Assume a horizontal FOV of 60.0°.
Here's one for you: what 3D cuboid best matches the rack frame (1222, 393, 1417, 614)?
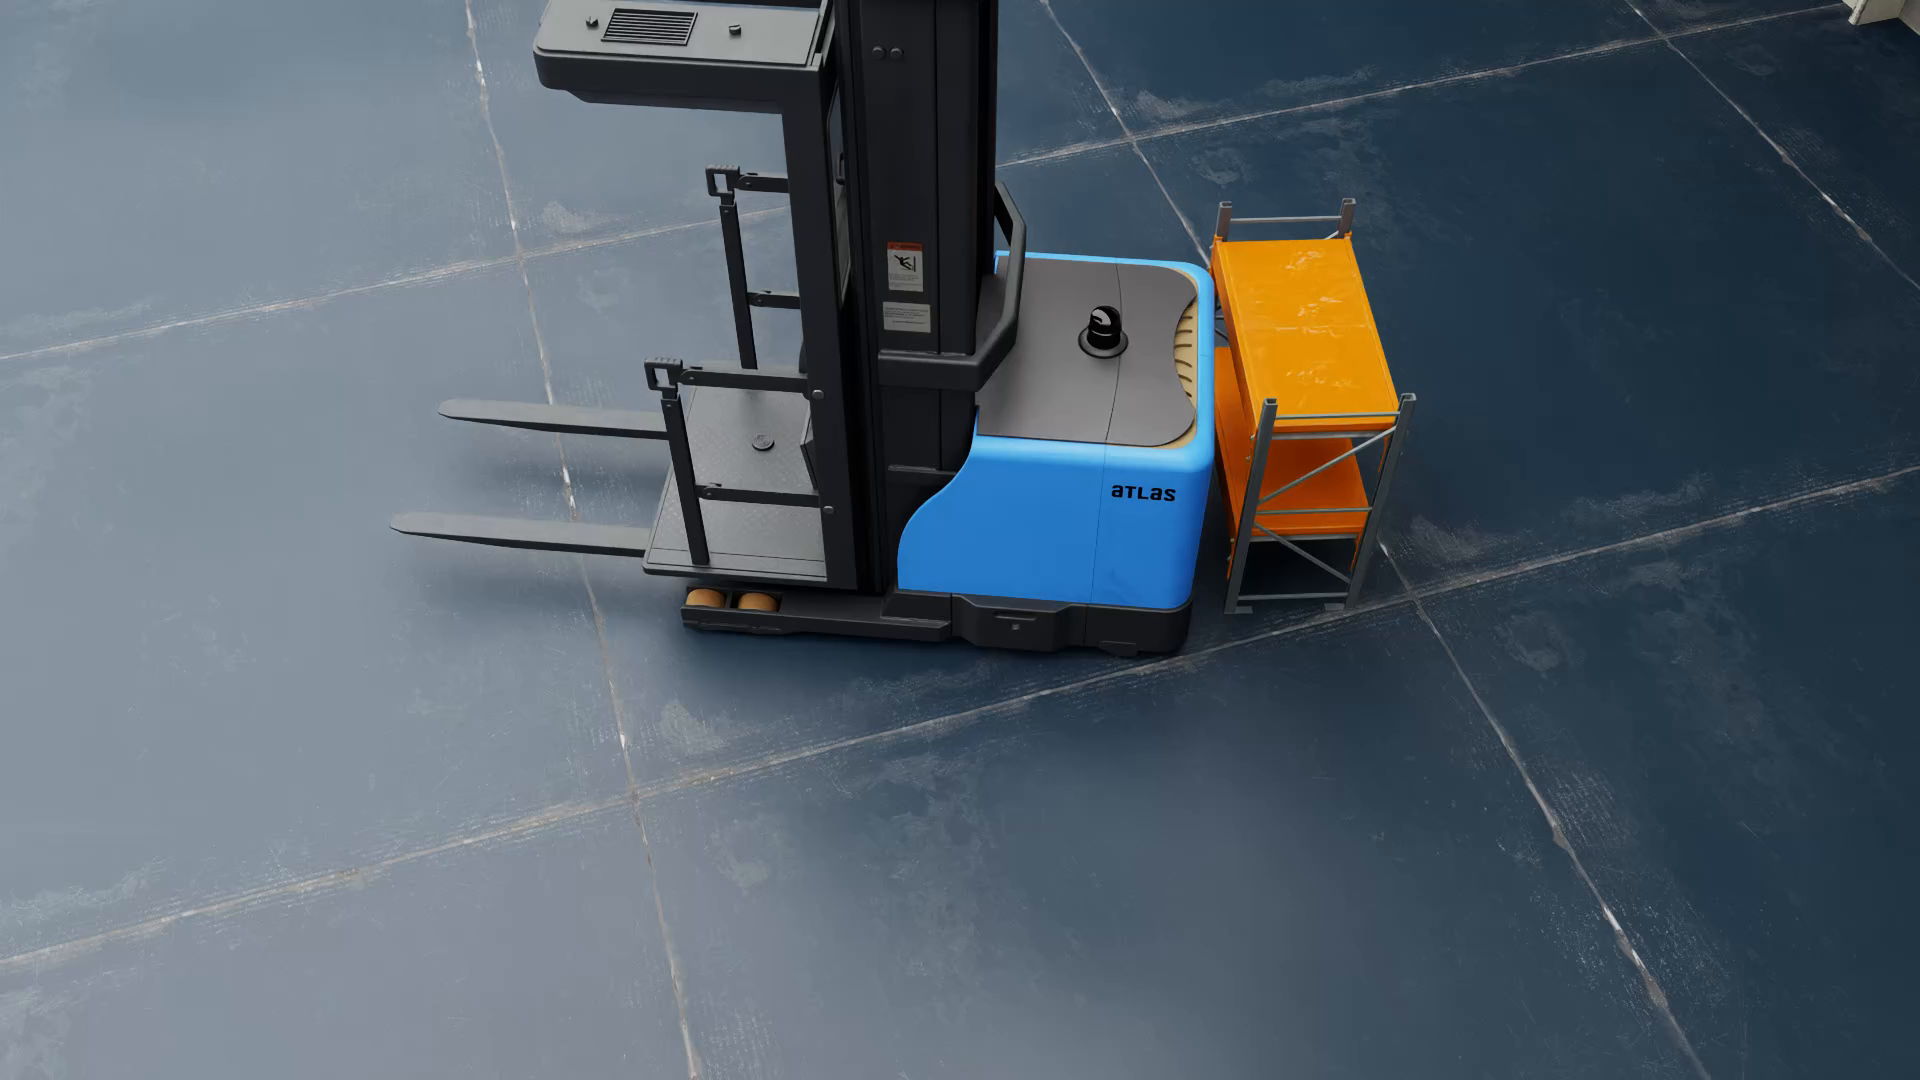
[{"bbox_3d":[1.248,-0.100,5.889,0.500,1.125,0.032,-2,50,-2],"label":"rack frame"}]

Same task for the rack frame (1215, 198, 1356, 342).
[{"bbox_3d":[1.205,-0.877,6.543,0.500,1.125,0.032,-2,50,-2],"label":"rack frame"}]

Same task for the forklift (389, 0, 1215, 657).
[{"bbox_3d":[-0.623,-0.992,5.459,3.031,2.935,1.130,4,50,4],"label":"forklift"}]

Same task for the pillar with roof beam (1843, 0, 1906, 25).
[{"bbox_3d":[0.734,-4.844,4.738,9.100,9.000,0.400,-13,51,-11],"label":"pillar with roof beam"}]

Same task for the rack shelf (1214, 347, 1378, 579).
[{"bbox_3d":[1.227,-0.331,6.403,0.538,0.278,1.000,-2,50,-2],"label":"rack shelf"}]

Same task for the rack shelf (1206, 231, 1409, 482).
[{"bbox_3d":[1.227,-0.677,5.992,0.538,0.278,1.000,-2,50,-2],"label":"rack shelf"}]

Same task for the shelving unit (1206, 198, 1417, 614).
[{"bbox_3d":[1.227,-0.489,6.216,0.538,1.125,1.048,-2,50,-2],"label":"shelving unit"}]
